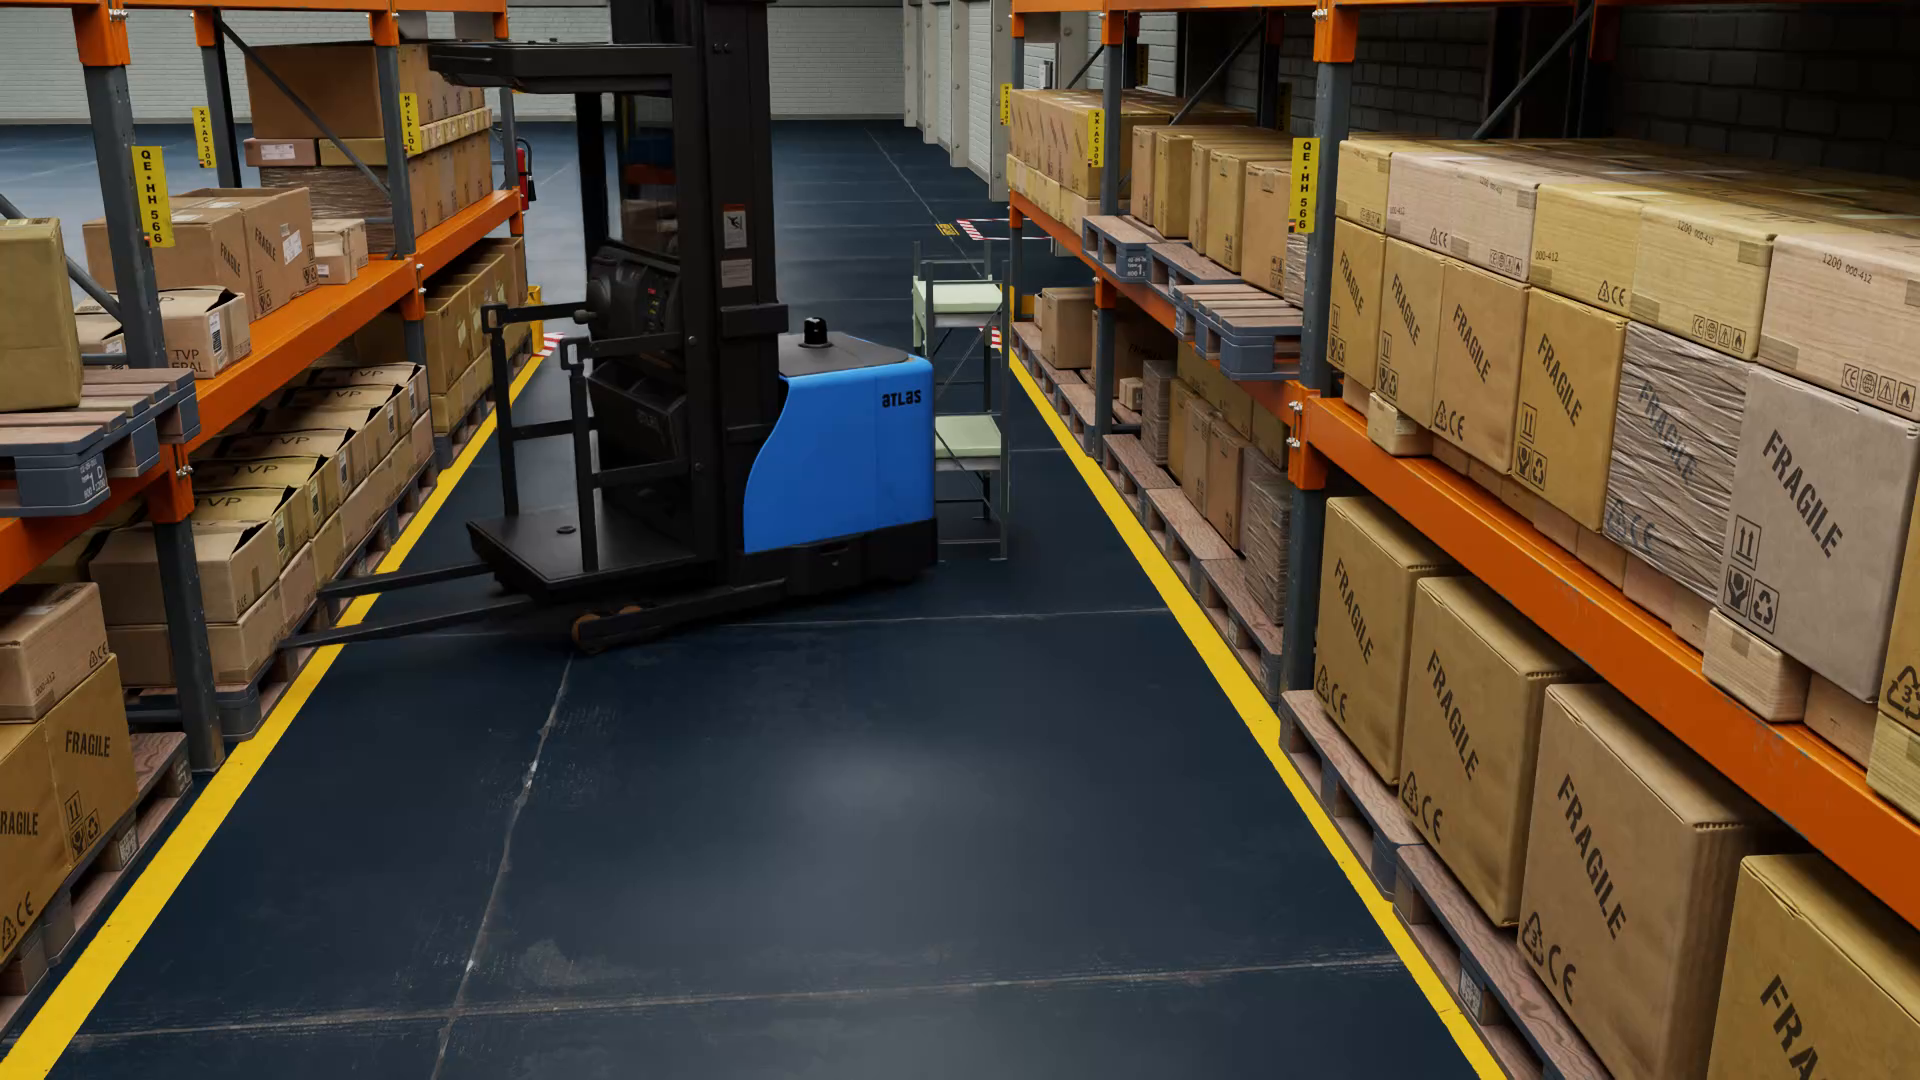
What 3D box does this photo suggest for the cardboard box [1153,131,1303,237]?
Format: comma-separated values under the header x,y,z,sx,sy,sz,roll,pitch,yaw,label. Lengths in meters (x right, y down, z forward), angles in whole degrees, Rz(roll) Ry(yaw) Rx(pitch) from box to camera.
x,y,z,sx,sy,sz,roll,pitch,yaw,label
1.400,-1.873,8.733,0.700,0.500,0.500,0,17,0,cardboard box

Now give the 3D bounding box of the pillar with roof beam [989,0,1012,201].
x,y,z,sx,sy,sz,roll,pitch,yaw,label
-3.669,-9.249,23.114,9.100,9.000,0.400,-2,18,-6,pillar with roof beam

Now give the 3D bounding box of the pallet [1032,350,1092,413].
x,y,z,sx,sy,sz,roll,pitch,yaw,label
1.097,-1.167,12.043,1.003,0.211,1.213,-2,18,-6,pallet

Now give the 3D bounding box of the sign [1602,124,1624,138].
x,y,z,sx,sy,sz,roll,pitch,yaw,label
2.295,-1.313,5.919,0.100,0.325,0.005,-2,18,-6,sign

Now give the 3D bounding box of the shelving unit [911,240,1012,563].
x,y,z,sx,sy,sz,roll,pitch,yaw,label
-0.001,-0.718,8.459,0.431,1.500,0.755,-2,18,-6,shelving unit

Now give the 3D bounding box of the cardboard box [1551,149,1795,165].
x,y,z,sx,sy,sz,roll,pitch,yaw,label
2.098,-1.018,4.964,0.500,0.250,0.500,-2,18,-7,cardboard box

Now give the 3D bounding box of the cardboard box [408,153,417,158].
x,y,z,sx,sy,sz,roll,pitch,yaw,label
-3.485,-2.375,9.985,0.380,0.149,0.250,-2,18,-7,cardboard box

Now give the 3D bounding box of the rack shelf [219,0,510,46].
x,y,z,sx,sy,sz,roll,pitch,yaw,label
-3.802,-3.464,10.897,1.077,0.370,4.000,-2,18,-6,rack shelf

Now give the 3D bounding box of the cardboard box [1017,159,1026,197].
x,y,z,sx,sy,sz,roll,pitch,yaw,label
0.721,-2.755,12.661,0.500,0.250,0.500,-2,18,-7,cardboard box

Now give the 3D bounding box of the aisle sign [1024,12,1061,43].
x,y,z,sx,sy,sz,roll,pitch,yaw,label
0.612,-4.379,13.277,0.394,0.787,0.004,-2,18,-6,aisle sign

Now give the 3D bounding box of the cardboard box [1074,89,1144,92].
x,y,z,sx,sy,sz,roll,pitch,yaw,label
1.178,-3.288,13.108,0.500,0.500,0.500,-2,18,-6,cardboard box

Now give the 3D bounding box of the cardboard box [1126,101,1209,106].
x,y,z,sx,sy,sz,roll,pitch,yaw,label
1.395,-2.680,11.170,0.500,0.500,0.500,-1,17,-4,cardboard box

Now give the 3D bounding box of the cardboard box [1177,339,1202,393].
x,y,z,sx,sy,sz,roll,pitch,yaw,label
1.472,-0.960,8.913,0.500,0.250,0.500,-2,18,-7,cardboard box

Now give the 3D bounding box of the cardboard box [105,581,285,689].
x,y,z,sx,sy,sz,roll,pitch,yaw,label
-2.945,0.358,6.419,0.500,0.250,0.500,-2,18,-6,cardboard box

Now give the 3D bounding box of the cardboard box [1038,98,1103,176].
x,y,z,sx,sy,sz,roll,pitch,yaw,label
0.822,-2.815,11.602,0.500,0.500,0.500,-1,17,-4,cardboard box

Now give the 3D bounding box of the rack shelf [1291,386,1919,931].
x,y,z,sx,sy,sz,roll,pitch,yaw,label
1.950,0.196,4.245,1.077,0.370,4.000,-2,18,-6,rack shelf

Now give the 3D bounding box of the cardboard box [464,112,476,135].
x,y,z,sx,sy,sz,roll,pitch,yaw,label
-3.701,-2.992,11.950,0.380,0.149,0.250,-2,17,-5,cardboard box

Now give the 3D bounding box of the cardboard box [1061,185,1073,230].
x,y,z,sx,sy,sz,roll,pitch,yaw,label
0.937,-2.153,10.744,0.500,0.250,0.500,-2,18,-5,cardboard box

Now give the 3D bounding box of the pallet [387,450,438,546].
x,y,z,sx,sy,sz,roll,pitch,yaw,label
-3.481,-0.232,9.062,1.003,0.211,1.213,-2,18,-6,pallet

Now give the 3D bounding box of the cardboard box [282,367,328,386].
x,y,z,sx,sy,sz,roll,pitch,yaw,label
-3.801,-0.806,9.188,0.500,0.311,0.500,-2,18,-5,cardboard box

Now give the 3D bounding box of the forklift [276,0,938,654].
x,y,z,sx,sy,sz,roll,pitch,yaw,label
-1.620,-1.092,7.261,3.031,2.935,1.130,-11,21,-32,forklift

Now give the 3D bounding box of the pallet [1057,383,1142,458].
x,y,z,sx,sy,sz,roll,pitch,yaw,label
1.226,-0.803,10.883,1.003,0.211,1.213,-2,18,-6,pallet

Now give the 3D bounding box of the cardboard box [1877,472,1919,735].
x,y,z,sx,sy,sz,roll,pitch,yaw,label
1.858,0.120,2.590,0.500,0.500,0.500,-2,18,-7,cardboard box

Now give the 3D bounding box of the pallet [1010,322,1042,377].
x,y,z,sx,sy,sz,roll,pitch,yaw,label
0.975,-1.530,13.198,1.003,0.211,1.213,-2,18,-6,pallet

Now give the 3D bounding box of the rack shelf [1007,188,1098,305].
x,y,z,sx,sy,sz,roll,pitch,yaw,label
1.125,-2.187,11.837,1.077,0.370,4.000,-2,18,-6,rack shelf

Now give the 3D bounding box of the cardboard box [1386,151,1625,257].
x,y,z,sx,sy,sz,roll,pitch,yaw,label
1.590,-0.996,4.894,0.500,0.250,0.500,-2,18,-6,cardboard box

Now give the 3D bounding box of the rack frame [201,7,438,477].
x,y,z,sx,sy,sz,roll,pitch,yaw,label
-3.596,-1.780,9.340,1.000,3.000,0.127,-2,18,-6,rack frame

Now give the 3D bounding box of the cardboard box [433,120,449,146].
x,y,z,sx,sy,sz,roll,pitch,yaw,label
-3.594,-2.685,10.972,0.380,0.149,0.250,-2,18,-6,cardboard box

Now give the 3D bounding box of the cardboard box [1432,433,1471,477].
x,y,z,sx,sy,sz,roll,pitch,yaw,label
1.656,-0.299,5.008,0.380,0.149,0.250,-2,18,-6,cardboard box

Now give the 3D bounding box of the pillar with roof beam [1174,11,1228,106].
x,y,z,sx,sy,sz,roll,pitch,yaw,label
-2.431,-5.674,11.726,9.100,9.000,0.400,-2,18,-6,pillar with roof beam

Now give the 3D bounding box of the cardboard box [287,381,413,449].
x,y,z,sx,sy,sz,roll,pitch,yaw,label
-3.209,-0.670,8.756,0.500,0.311,0.500,-1,17,-4,cardboard box

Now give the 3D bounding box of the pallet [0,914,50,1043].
x,y,z,sx,sy,sz,roll,pitch,yaw,label
-3.021,1.328,4.094,1.003,0.211,1.213,-2,18,-6,pallet

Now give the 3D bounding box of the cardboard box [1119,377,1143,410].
x,y,z,sx,sy,sz,roll,pitch,yaw,label
1.246,-0.951,10.694,0.380,0.166,0.250,-4,18,-13,cardboard box

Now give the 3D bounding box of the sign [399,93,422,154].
x,y,z,sx,sy,sz,roll,pitch,yaw,label
-3.057,-2.315,9.241,0.100,0.325,0.005,-2,18,-6,sign

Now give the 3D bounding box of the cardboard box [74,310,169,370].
x,y,z,sx,sy,sz,roll,pitch,yaw,label
-3.178,-0.656,5.907,0.500,0.311,0.500,-1,17,-2,cardboard box

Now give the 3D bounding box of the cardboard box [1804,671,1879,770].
x,y,z,sx,sy,sz,roll,pitch,yaw,label
1.808,0.314,3.054,0.380,0.149,0.250,-1,17,-4,cardboard box

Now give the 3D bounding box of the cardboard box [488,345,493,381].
x,y,z,sx,sy,sz,roll,pitch,yaw,label
-3.493,-1.263,11.583,0.500,0.250,0.500,-2,18,-6,cardboard box

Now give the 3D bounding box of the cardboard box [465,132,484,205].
x,y,z,sx,sy,sz,roll,pitch,yaw,label
-3.914,-2.724,12.179,0.700,0.500,0.500,-1,17,-4,cardboard box

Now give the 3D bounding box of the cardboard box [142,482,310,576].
x,y,z,sx,sy,sz,roll,pitch,yaw,label
-3.008,-0.066,6.833,0.500,0.311,0.500,-2,18,-7,cardboard box

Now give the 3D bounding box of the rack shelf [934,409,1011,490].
x,y,z,sx,sy,sz,roll,pitch,yaw,label
-0.001,-0.407,8.556,0.431,0.370,0.720,-2,18,-6,rack shelf

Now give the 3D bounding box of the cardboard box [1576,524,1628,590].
x,y,z,sx,sy,sz,roll,pitch,yaw,label
1.736,0.008,4.030,0.380,0.149,0.250,-1,17,-4,cardboard box

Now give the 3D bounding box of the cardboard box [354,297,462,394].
x,y,z,sx,sy,sz,roll,pitch,yaw,label
-3.332,-1.174,10.048,0.500,0.500,0.500,-2,18,-6,cardboard box

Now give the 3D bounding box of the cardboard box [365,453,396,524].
x,y,z,sx,sy,sz,roll,pitch,yaw,label
-3.161,-0.251,8.358,0.500,0.250,0.500,-1,17,-4,cardboard box

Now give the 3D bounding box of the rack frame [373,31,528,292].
x,y,z,sx,sy,sz,roll,pitch,yaw,label
-4.009,-2.972,13.136,1.000,3.000,0.127,-2,18,-6,rack frame

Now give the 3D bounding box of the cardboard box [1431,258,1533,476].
x,y,z,sx,sy,sz,roll,pitch,yaw,label
1.634,-0.485,4.518,0.500,0.500,0.500,-2,18,-6,cardboard box

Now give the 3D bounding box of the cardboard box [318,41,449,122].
x,y,z,sx,sy,sz,roll,pitch,yaw,label
-3.803,-3.028,10.980,0.700,0.500,0.500,-2,18,-6,cardboard box

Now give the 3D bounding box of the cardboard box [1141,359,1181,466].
x,y,z,sx,sy,sz,roll,pitch,yaw,label
1.423,-0.733,9.443,0.700,0.500,0.500,-1,17,-4,cardboard box

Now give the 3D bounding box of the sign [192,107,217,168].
x,y,z,sx,sy,sz,roll,pitch,yaw,label
-4.148,-2.214,9.143,0.100,0.325,0.005,-2,18,-6,sign

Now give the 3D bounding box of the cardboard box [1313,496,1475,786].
x,y,z,sx,sy,sz,roll,pitch,yaw,label
1.689,0.306,5.583,0.750,0.750,0.750,-2,18,-6,cardboard box

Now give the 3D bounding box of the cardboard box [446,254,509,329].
x,y,z,sx,sy,sz,roll,pitch,yaw,label
-3.540,-1.770,11.946,0.500,0.500,0.500,-2,18,-6,cardboard box

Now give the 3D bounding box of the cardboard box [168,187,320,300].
x,y,z,sx,sy,sz,roll,pitch,yaw,label
-3.479,-1.442,8.095,0.500,0.500,0.500,-1,17,-2,cardboard box

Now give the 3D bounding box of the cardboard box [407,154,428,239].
x,y,z,sx,sy,sz,roll,pitch,yaw,label
-3.709,-2.117,10.246,0.700,0.500,0.500,-2,18,-6,cardboard box

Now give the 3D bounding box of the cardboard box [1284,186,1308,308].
x,y,z,sx,sy,sz,roll,pitch,yaw,label
1.685,-1.140,6.399,0.700,0.500,0.500,-4,18,-12,cardboard box

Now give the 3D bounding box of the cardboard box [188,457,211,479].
x,y,z,sx,sy,sz,roll,pitch,yaw,label
-3.592,-0.198,7.254,0.500,0.311,0.500,-2,18,-6,cardboard box

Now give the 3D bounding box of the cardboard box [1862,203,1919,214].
x,y,z,sx,sy,sz,roll,pitch,yaw,label
2.250,-0.558,3.498,0.500,0.250,0.500,-2,18,-7,cardboard box

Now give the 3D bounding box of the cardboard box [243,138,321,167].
x,y,z,sx,sy,sz,roll,pitch,yaw,label
-3.837,-2.212,9.465,0.380,0.149,0.250,-2,18,-6,cardboard box

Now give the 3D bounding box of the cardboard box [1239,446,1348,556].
x,y,z,sx,sy,sz,roll,pitch,yaw,label
1.680,-0.130,7.522,0.700,0.500,0.500,-2,18,-6,cardboard box
